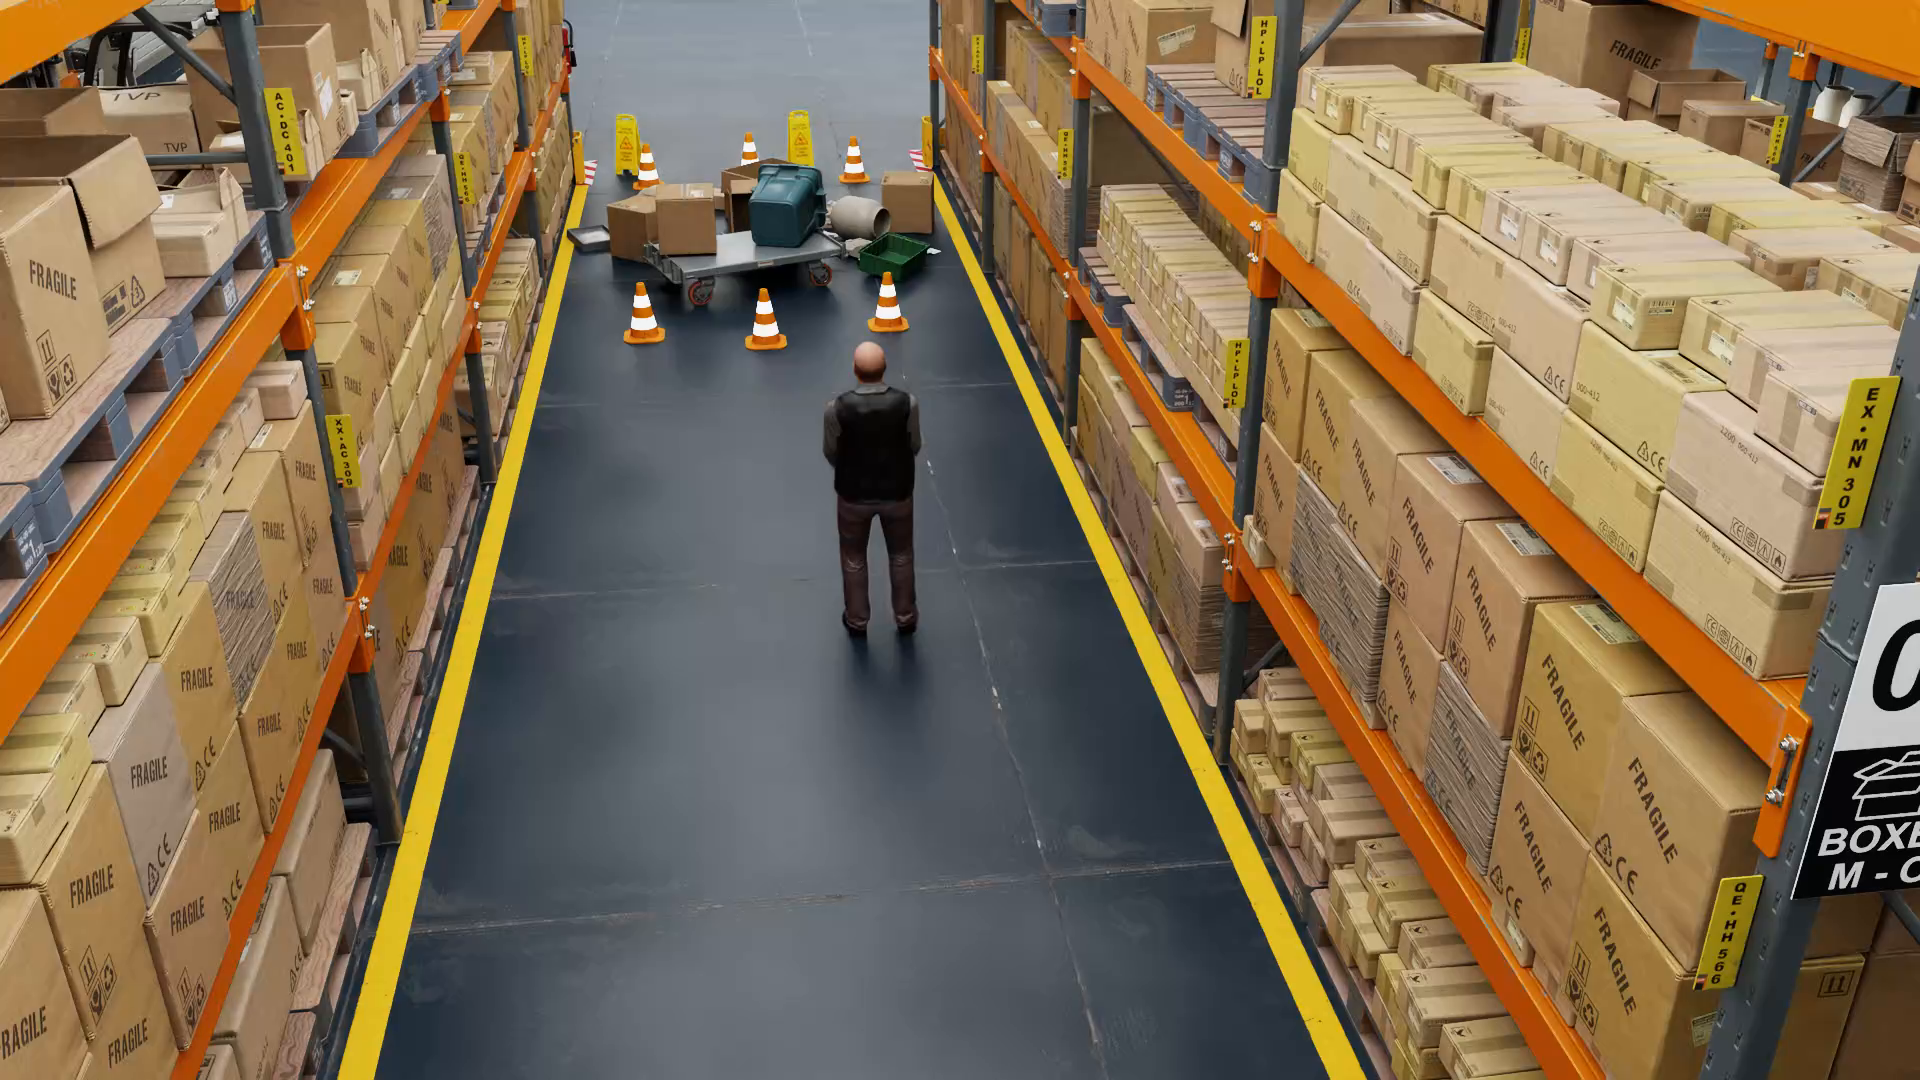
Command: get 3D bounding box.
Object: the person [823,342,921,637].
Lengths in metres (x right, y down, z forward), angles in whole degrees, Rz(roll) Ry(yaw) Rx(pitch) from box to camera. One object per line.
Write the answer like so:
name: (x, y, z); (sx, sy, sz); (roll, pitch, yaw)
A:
person: (-0.481, -0.282, 9.191); (0.542, 1.728, 0.493); (-4, 27, -8)
